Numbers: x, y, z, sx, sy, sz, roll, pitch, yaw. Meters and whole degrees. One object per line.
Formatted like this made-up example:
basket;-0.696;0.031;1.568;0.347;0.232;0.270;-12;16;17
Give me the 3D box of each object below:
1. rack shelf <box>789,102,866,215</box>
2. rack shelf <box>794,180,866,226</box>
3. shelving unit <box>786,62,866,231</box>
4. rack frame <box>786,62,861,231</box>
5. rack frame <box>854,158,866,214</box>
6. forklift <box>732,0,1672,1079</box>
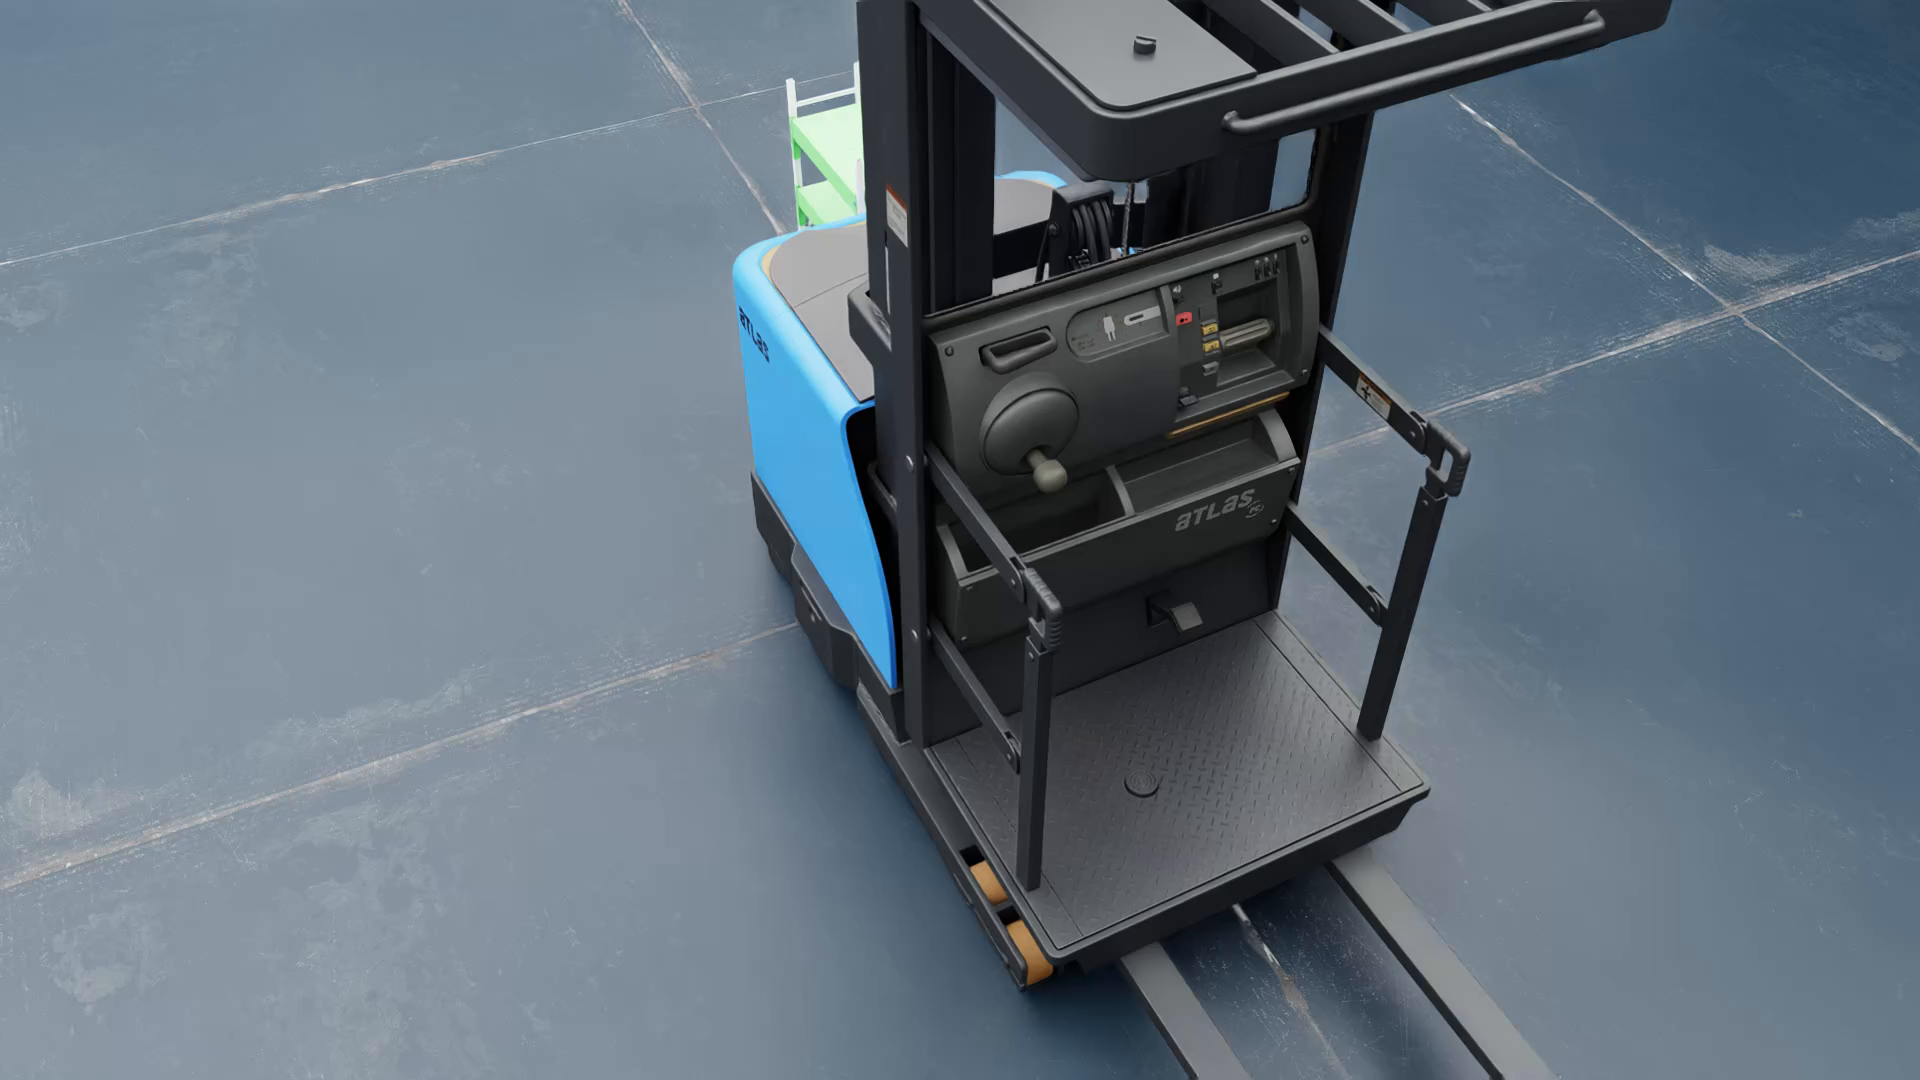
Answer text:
rack shelf;-0.294;-1.111;4.929;0.258;0.148;0.480;-20;48;-19
rack shelf;-0.294;-0.940;5.098;0.258;0.148;0.480;-20;48;-19
shelving unit;-0.294;-0.815;5.221;0.258;1.200;0.503;-20;48;-19
rack frame;-0.404;-0.967;5.376;0.240;1.200;0.015;-20;48;-19
rack frame;-0.183;-0.662;5.066;0.240;1.200;0.015;-20;48;-19
forklift;0.480;-0.305;3.472;1.130;2.935;3.031;-20;48;-19
